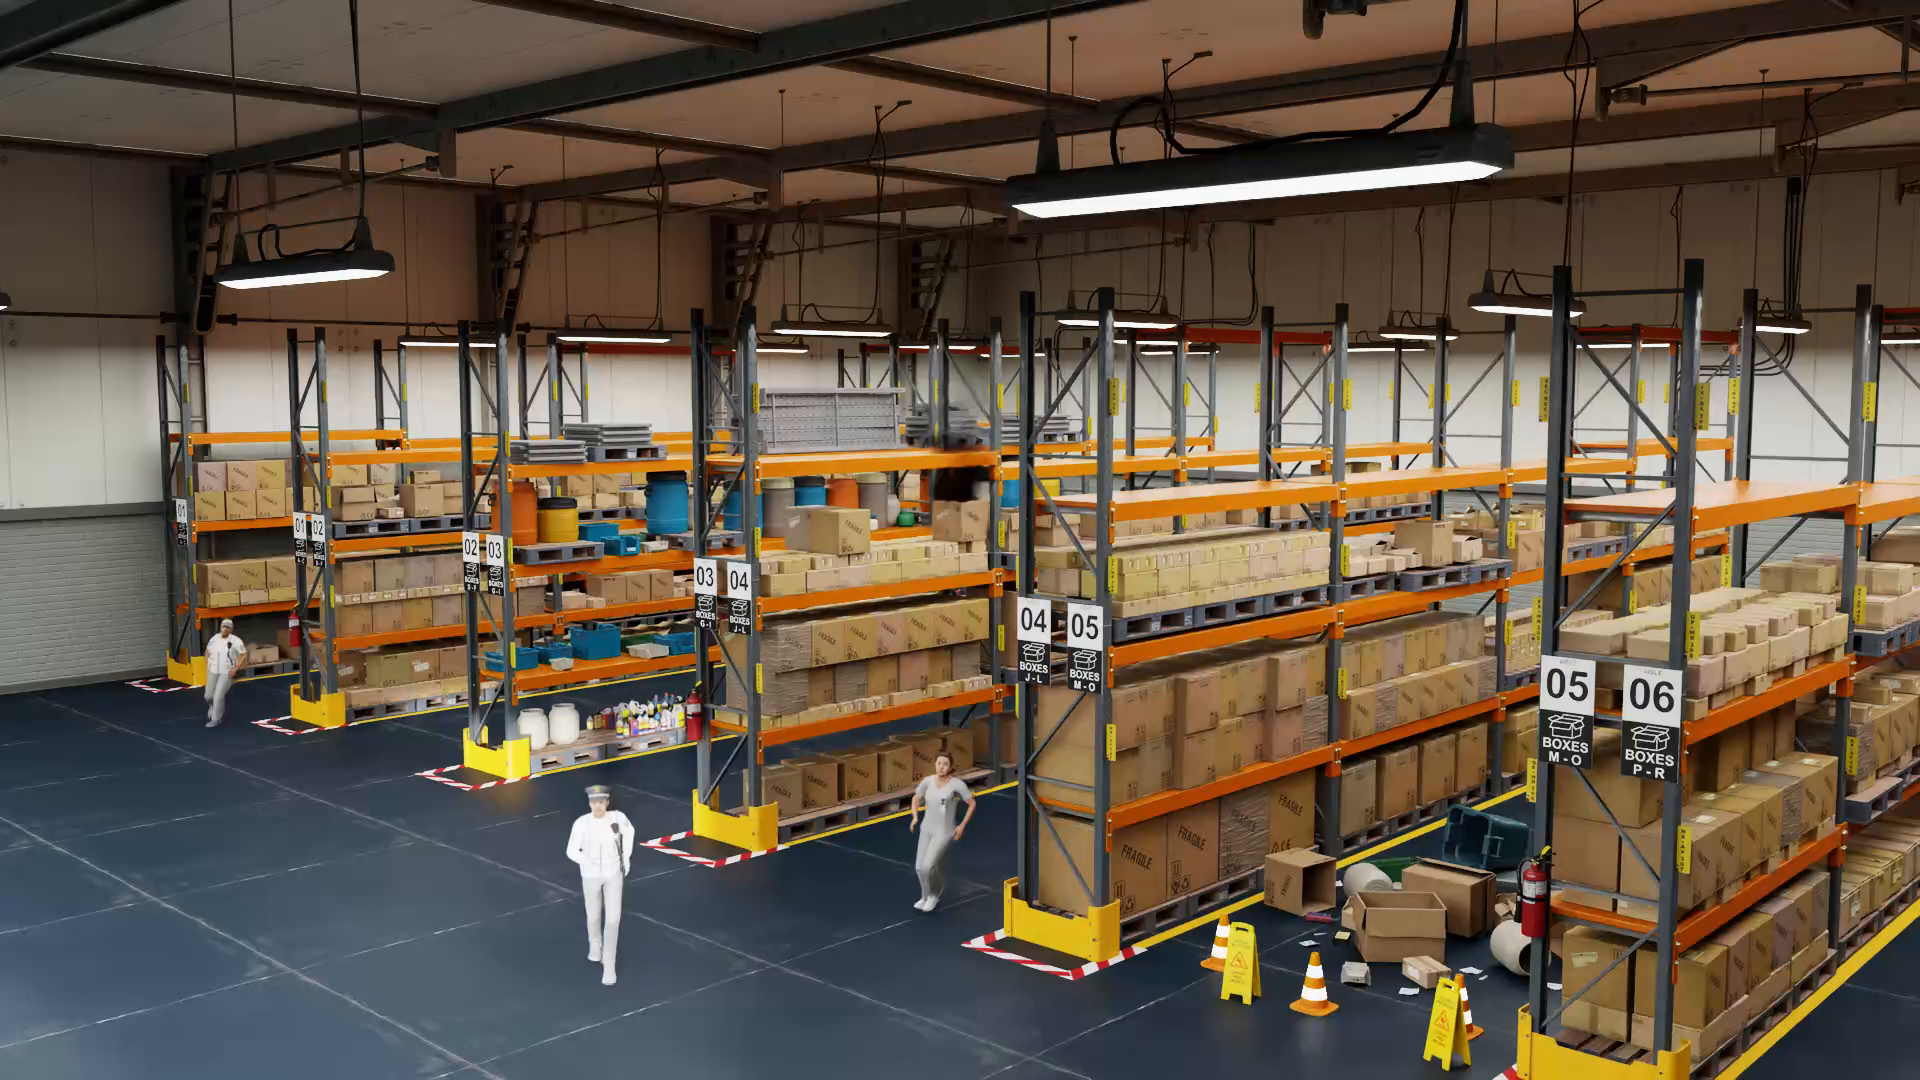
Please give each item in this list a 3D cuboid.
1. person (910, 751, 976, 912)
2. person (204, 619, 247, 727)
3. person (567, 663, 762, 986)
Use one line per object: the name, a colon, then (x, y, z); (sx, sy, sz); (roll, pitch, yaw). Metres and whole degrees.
person: (-0.210, 2.841, 16.127); (0.623, 1.617, 0.588); (3, 6, 29)
person: (-11.170, 1.996, 25.264); (0.689, 1.614, 0.570); (0, 5, -4)
person: (-2.776, 2.617, 16.278); (1.741, 2.127, 4.132); (-1, 5, -7)
